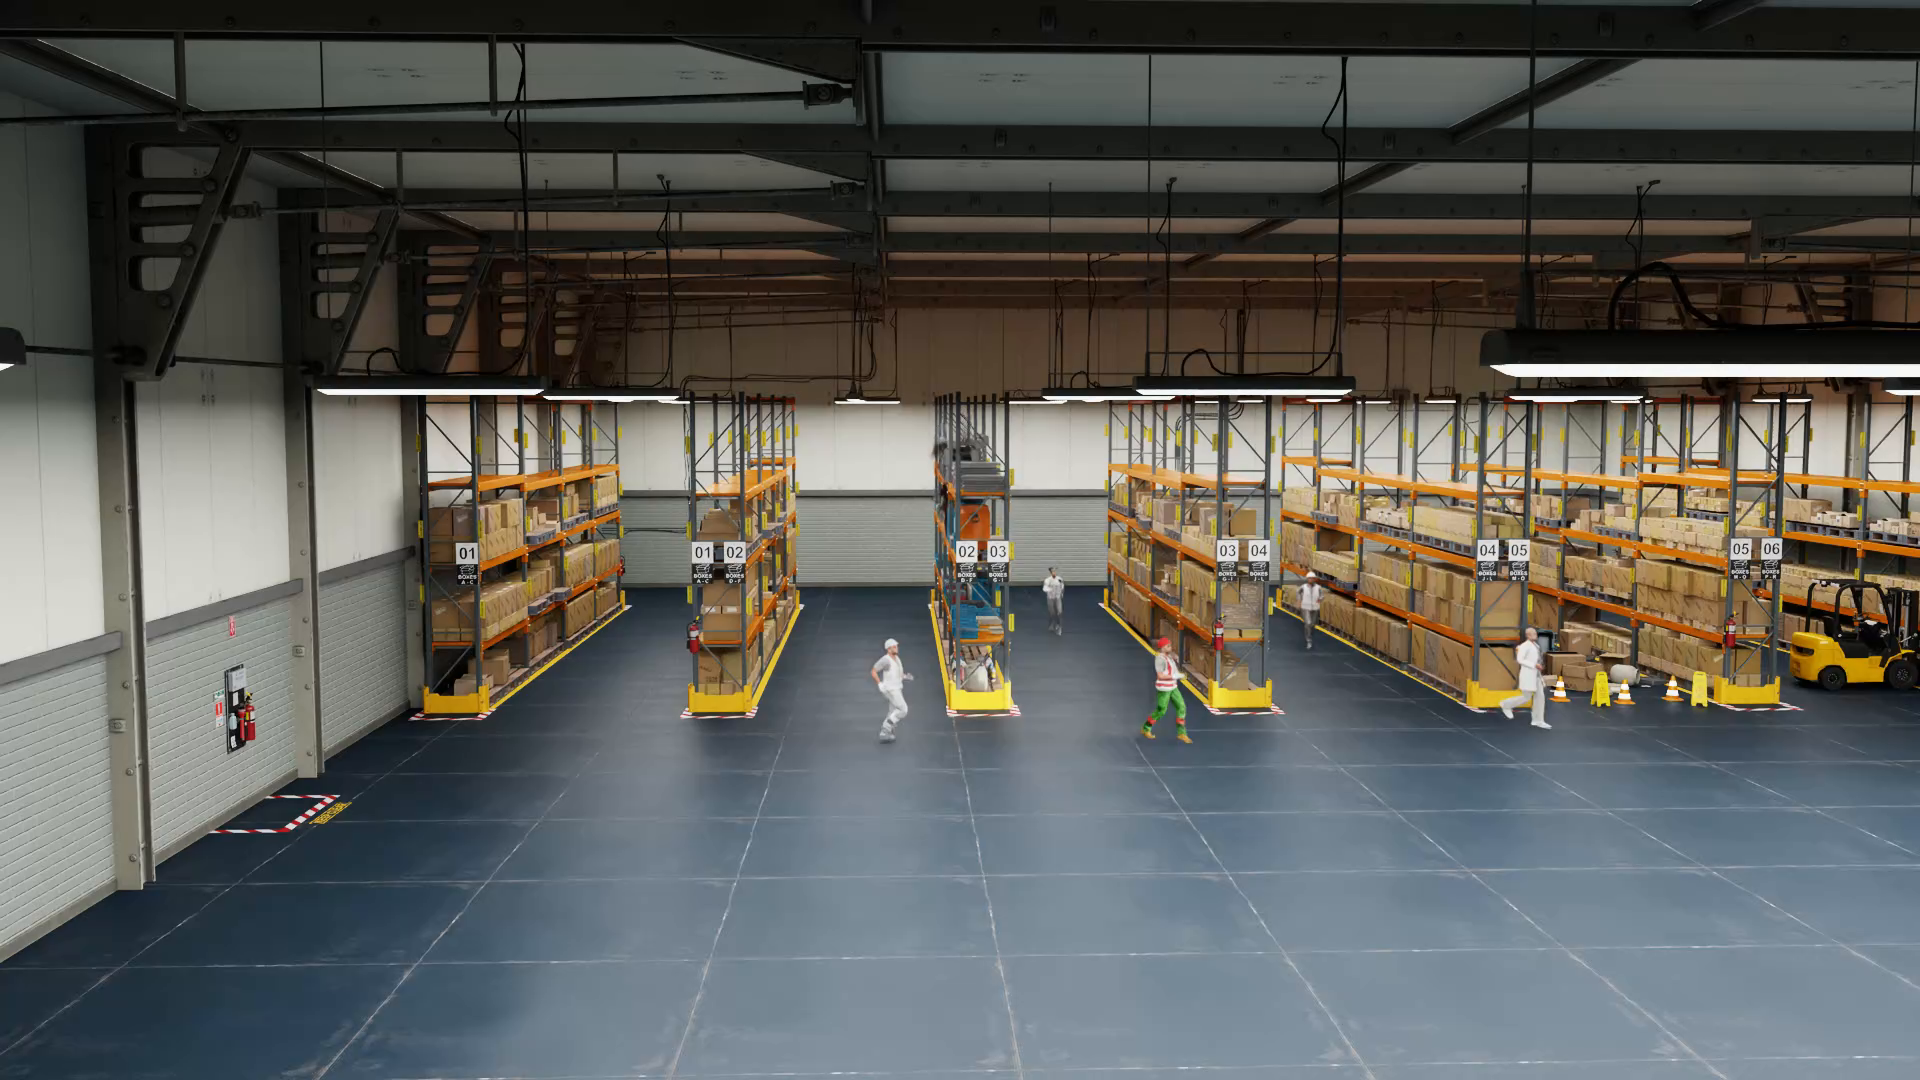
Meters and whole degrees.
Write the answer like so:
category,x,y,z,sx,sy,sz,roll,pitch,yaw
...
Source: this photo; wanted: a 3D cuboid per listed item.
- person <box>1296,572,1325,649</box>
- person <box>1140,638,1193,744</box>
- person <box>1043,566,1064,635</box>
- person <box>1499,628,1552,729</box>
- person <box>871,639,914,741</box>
category,x,y,z,sx,sy,sz,roll,pitch,yaw
person,8.375,1.654,39.673,0.653,1.792,0.879,0,5,-1
person,3.537,2.559,28.364,0.908,1.801,0.667,3,5,32
person,2.378,1.521,42.015,0.594,1.754,0.756,-1,5,-10
person,10.213,2.462,29.868,0.982,1.779,0.722,5,6,45
person,-1.102,2.560,28.343,0.642,1.741,0.649,2,5,22
